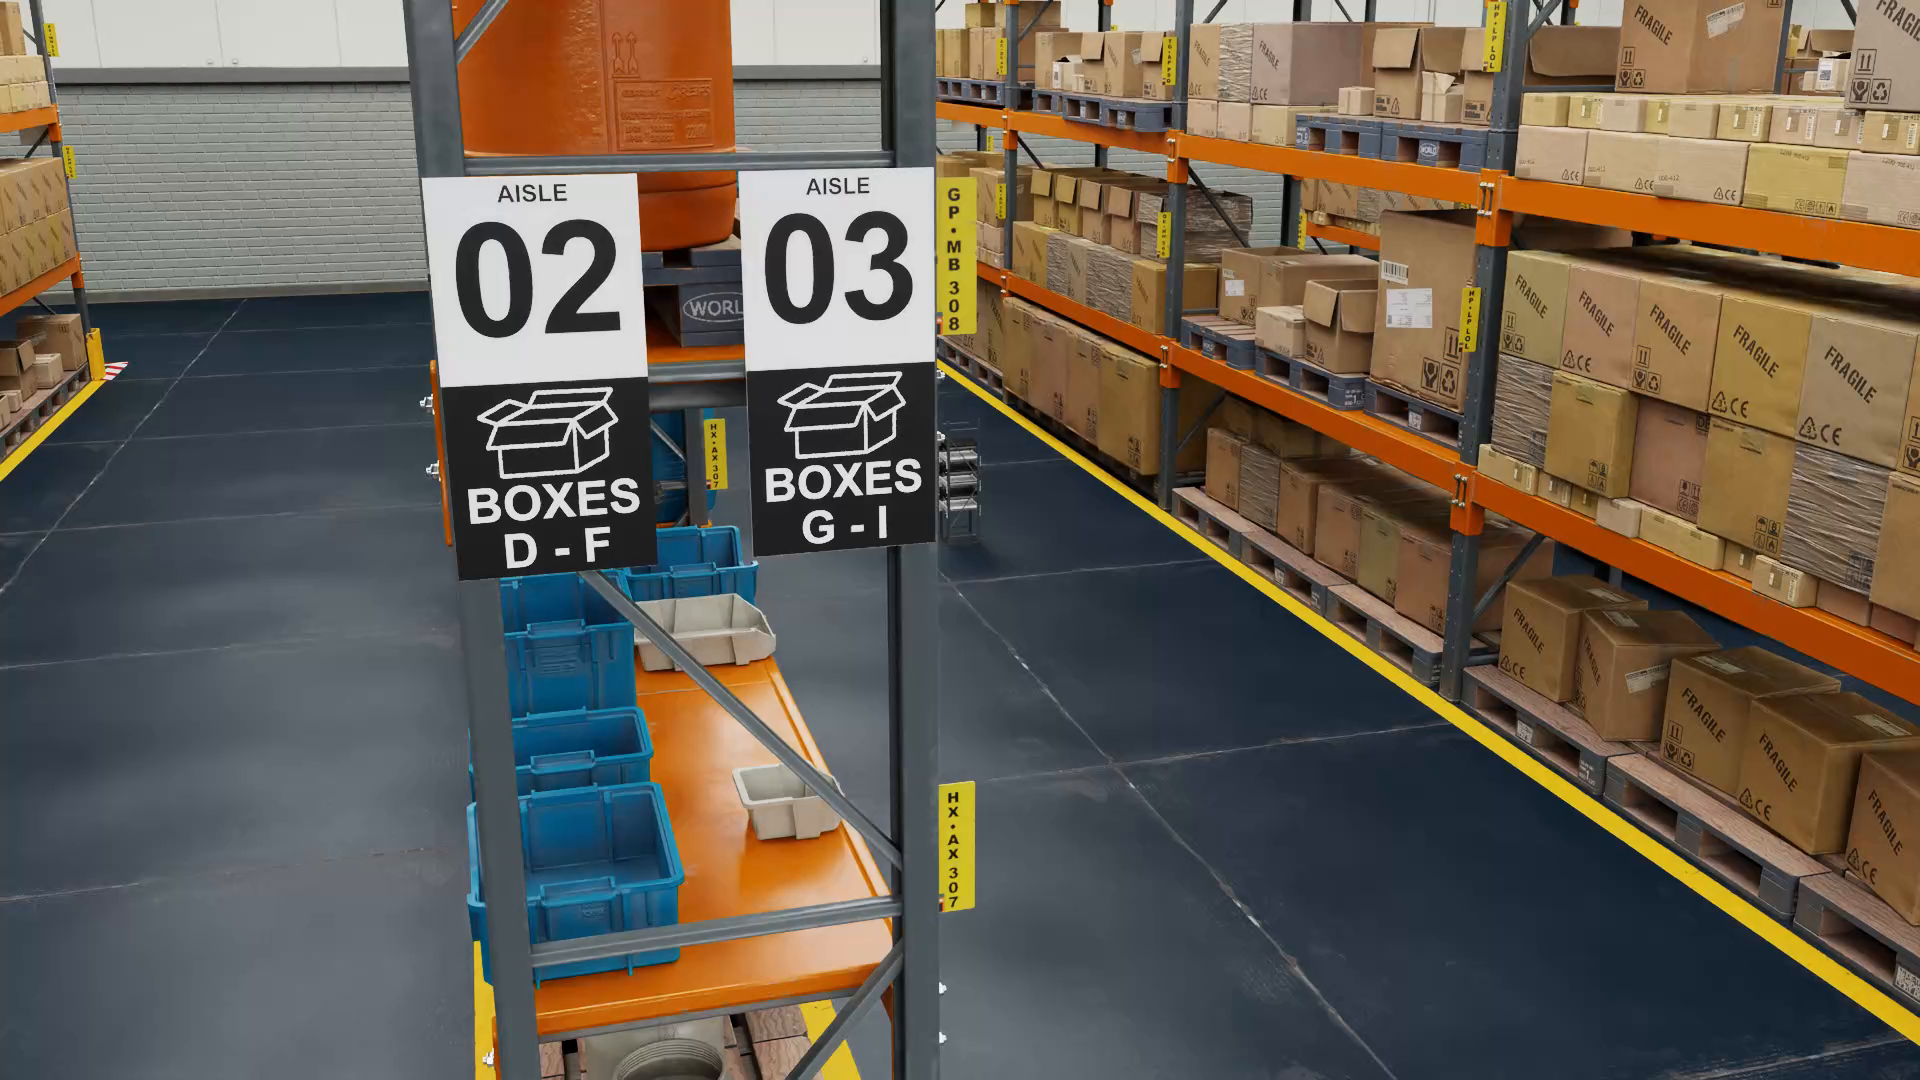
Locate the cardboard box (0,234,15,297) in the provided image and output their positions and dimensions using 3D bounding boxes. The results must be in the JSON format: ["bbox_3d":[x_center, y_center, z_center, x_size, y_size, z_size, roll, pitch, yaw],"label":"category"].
[{"bbox_3d":[-8.628,-2.389,14.518,0.500,0.500,0.500,-4,17,-14],"label":"cardboard box"}]

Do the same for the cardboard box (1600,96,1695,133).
[{"bbox_3d":[3.105,-1.903,7.427,0.380,0.149,0.250,-5,17,-15],"label":"cardboard box"}]

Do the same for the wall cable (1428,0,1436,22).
[{"bbox_3d":[7.515,-9.134,26.717,0.463,3.000,0.029,-5,17,-15],"label":"wall cable"}]

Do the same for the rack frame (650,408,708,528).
[{"bbox_3d":[-1.643,-0.215,7.454,1.000,3.000,0.127,-5,17,-15],"label":"rack frame"}]

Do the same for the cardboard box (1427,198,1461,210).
[{"bbox_3d":[5.312,-3.486,17.651,0.500,0.500,0.500,-5,17,-15],"label":"cardboard box"}]

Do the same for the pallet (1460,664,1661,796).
[{"bbox_3d":[3.337,0.912,8.550,1.003,0.211,1.213,-5,17,-15],"label":"pallet"}]

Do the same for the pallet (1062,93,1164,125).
[{"bbox_3d":[1.481,-3.542,13.645,1.003,0.211,1.213,-4,17,-13],"label":"pallet"}]

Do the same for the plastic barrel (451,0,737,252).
[{"bbox_3d":[-0.800,-1.077,3.631,0.600,0.830,0.708,-5,17,-15],"label":"plastic barrel"}]

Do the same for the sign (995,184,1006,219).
[{"bbox_3d":[0.387,-3.228,15.841,0.100,0.325,0.005,-5,17,-15],"label":"sign"}]

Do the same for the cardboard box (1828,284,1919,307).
[{"bbox_3d":[3.916,-0.758,6.833,0.500,0.500,0.500,-5,17,-15],"label":"cardboard box"}]

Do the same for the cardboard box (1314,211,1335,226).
[{"bbox_3d":[4.524,-3.909,20.187,0.380,0.149,0.250,-5,17,-17],"label":"cardboard box"}]

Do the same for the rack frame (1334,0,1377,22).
[{"bbox_3d":[4.618,-7.163,20.158,1.000,3.000,0.127,-5,17,-15],"label":"rack frame"}]

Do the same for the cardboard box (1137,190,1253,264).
[{"bbox_3d":[1.834,-2.445,12.960,0.797,0.503,0.637,-4,17,-13],"label":"cardboard box"}]

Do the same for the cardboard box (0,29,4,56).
[{"bbox_3d":[-9.492,-4.821,15.663,0.700,0.500,0.500,-5,17,-15],"label":"cardboard box"}]

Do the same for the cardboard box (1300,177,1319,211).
[{"bbox_3d":[4.475,-4.335,20.477,0.500,0.500,0.500,-4,17,-13],"label":"cardboard box"}]

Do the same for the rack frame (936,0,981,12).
[{"bbox_3d":[-0.179,-6.799,18.945,1.000,3.000,0.127,-5,17,-15],"label":"rack frame"}]

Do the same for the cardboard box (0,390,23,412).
[{"bbox_3d":[-8.760,-1.263,15.103,0.380,0.166,0.250,-5,17,-15],"label":"cardboard box"}]

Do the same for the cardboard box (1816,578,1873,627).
[{"bbox_3d":[3.582,0.213,6.466,0.380,0.149,0.250,-5,17,-15],"label":"cardboard box"}]

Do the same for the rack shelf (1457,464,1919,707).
[{"bbox_3d":[3.668,0.291,7.020,1.077,0.370,4.000,-5,17,-15],"label":"rack shelf"}]

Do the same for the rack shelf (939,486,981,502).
[{"bbox_3d":[-0.002,-0.315,11.866,0.258,0.077,0.200,-5,17,-15],"label":"rack shelf"}]

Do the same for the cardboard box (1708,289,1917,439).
[{"bbox_3d":[3.422,-0.717,6.698,0.500,0.500,0.500,-5,17,-15],"label":"cardboard box"}]

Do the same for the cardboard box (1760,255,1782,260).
[{"bbox_3d":[6.680,-1.980,13.155,0.500,0.500,0.500,-5,17,-15],"label":"cardboard box"}]

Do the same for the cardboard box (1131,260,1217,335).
[{"bbox_3d":[1.646,-1.878,12.816,0.500,0.500,0.500,-4,17,-14],"label":"cardboard box"}]

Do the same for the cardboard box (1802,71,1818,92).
[{"bbox_3d":[6.754,-3.538,12.834,0.380,0.149,0.250,-5,18,-17],"label":"cardboard box"}]

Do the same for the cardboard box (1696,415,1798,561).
[{"bbox_3d":[3.619,-0.255,6.895,0.875,0.500,0.500,-5,17,-15],"label":"cardboard box"}]

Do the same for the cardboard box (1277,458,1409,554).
[{"bbox_3d":[2.550,-0.234,11.098,0.700,0.500,0.500,-3,17,-11],"label":"cardboard box"}]

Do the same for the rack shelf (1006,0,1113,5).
[{"bbox_3d":[1.470,-4.604,13.581,1.077,0.370,4.000,-5,17,-15],"label":"rack shelf"}]

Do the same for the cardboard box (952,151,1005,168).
[{"bbox_3d":[0.208,-4.242,19.300,0.500,0.500,0.500,-4,17,-15],"label":"cardboard box"}]

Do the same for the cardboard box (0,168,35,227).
[{"bbox_3d":[-8.890,-3.144,15.294,0.500,0.500,0.500,-4,17,-14],"label":"cardboard box"}]

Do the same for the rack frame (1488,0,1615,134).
[{"bbox_3d":[3.119,-3.480,7.895,1.000,3.000,0.127,-5,17,-15],"label":"rack frame"}]

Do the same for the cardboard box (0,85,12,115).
[{"bbox_3d":[-8.912,-3.971,15.006,0.500,0.250,0.500,-5,17,-15],"label":"cardboard box"}]

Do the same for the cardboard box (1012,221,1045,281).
[{"bbox_3d":[0.806,-2.721,15.621,0.500,0.500,0.500,-5,17,-15],"label":"cardboard box"}]

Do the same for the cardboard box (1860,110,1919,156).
[{"bbox_3d":[3.491,-1.469,5.981,0.380,0.149,0.250,-6,18,-18],"label":"cardboard box"}]

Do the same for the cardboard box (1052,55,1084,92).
[{"bbox_3d":[1.135,-4.104,14.612,0.500,0.311,0.500,-5,18,-17],"label":"cardboard box"}]

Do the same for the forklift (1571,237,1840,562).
[{"bbox_3d":[4.901,-1.271,11.087,1.130,2.935,3.031,-5,17,-15],"label":"forklift"}]

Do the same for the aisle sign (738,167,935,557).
[{"bbox_3d":[-0.243,-0.357,3.408,0.394,0.787,0.004,-5,17,-15],"label":"aisle sign"}]

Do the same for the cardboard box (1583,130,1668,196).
[{"bbox_3d":[3.146,-1.681,7.380,0.500,0.250,0.500,-5,17,-16],"label":"cardboard box"}]

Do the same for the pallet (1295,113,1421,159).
[{"bbox_3d":[2.764,-2.419,9.904,1.213,0.211,1.003,-5,17,-15],"label":"pallet"}]

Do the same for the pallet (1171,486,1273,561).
[{"bbox_3d":[2.233,-0.161,12.123,1.003,0.211,1.213,-5,17,-15],"label":"pallet"}]

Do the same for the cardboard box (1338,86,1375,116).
[{"bbox_3d":[2.507,-2.643,10.000,0.380,0.166,0.250,-5,17,-17],"label":"cardboard box"}]

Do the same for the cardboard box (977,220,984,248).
[{"bbox_3d":[0.402,-3.135,16.917,0.500,0.250,0.500,-4,17,-14],"label":"cardboard box"}]

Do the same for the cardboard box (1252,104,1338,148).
[{"bbox_3d":[2.195,-2.644,10.588,0.500,0.250,0.500,-4,17,-14],"label":"cardboard box"}]

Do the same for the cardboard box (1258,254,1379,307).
[{"bbox_3d":[2.456,-1.670,11.392,0.700,0.500,0.500,-2,17,-7],"label":"cardboard box"}]

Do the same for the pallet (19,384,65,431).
[{"bbox_3d":[-9.132,-1.230,15.680,1.003,0.211,1.213,-5,17,-15],"label":"pallet"}]

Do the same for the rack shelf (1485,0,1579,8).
[{"bbox_3d":[6.267,-4.968,14.793,1.077,0.370,4.000,-5,17,-15],"label":"rack shelf"}]

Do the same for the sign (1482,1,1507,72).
[{"bbox_3d":[2.586,-2.435,8.046,0.100,0.325,0.005,-5,17,-15],"label":"sign"}]

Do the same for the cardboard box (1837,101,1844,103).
[{"bbox_3d":[3.853,-1.731,6.855,0.380,0.149,0.250,-4,17,-13],"label":"cardboard box"}]

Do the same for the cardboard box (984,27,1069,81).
[{"bbox_3d":[0.647,-4.765,16.309,0.700,0.500,0.500,-6,18,-19],"label":"cardboard box"}]

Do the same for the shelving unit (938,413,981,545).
[{"bbox_3d":[-0.002,-0.433,11.830,0.258,0.900,0.210,-5,17,-15],"label":"shelving unit"}]

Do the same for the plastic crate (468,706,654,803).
[{"bbox_3d":[-1.142,0.668,4.774,0.499,0.251,0.408,-5,17,-15],"label":"plastic crate"}]

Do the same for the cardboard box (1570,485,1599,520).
[{"bbox_3d":[3.118,-0.198,7.833,0.380,0.149,0.250,-5,17,-15],"label":"cardboard box"}]
